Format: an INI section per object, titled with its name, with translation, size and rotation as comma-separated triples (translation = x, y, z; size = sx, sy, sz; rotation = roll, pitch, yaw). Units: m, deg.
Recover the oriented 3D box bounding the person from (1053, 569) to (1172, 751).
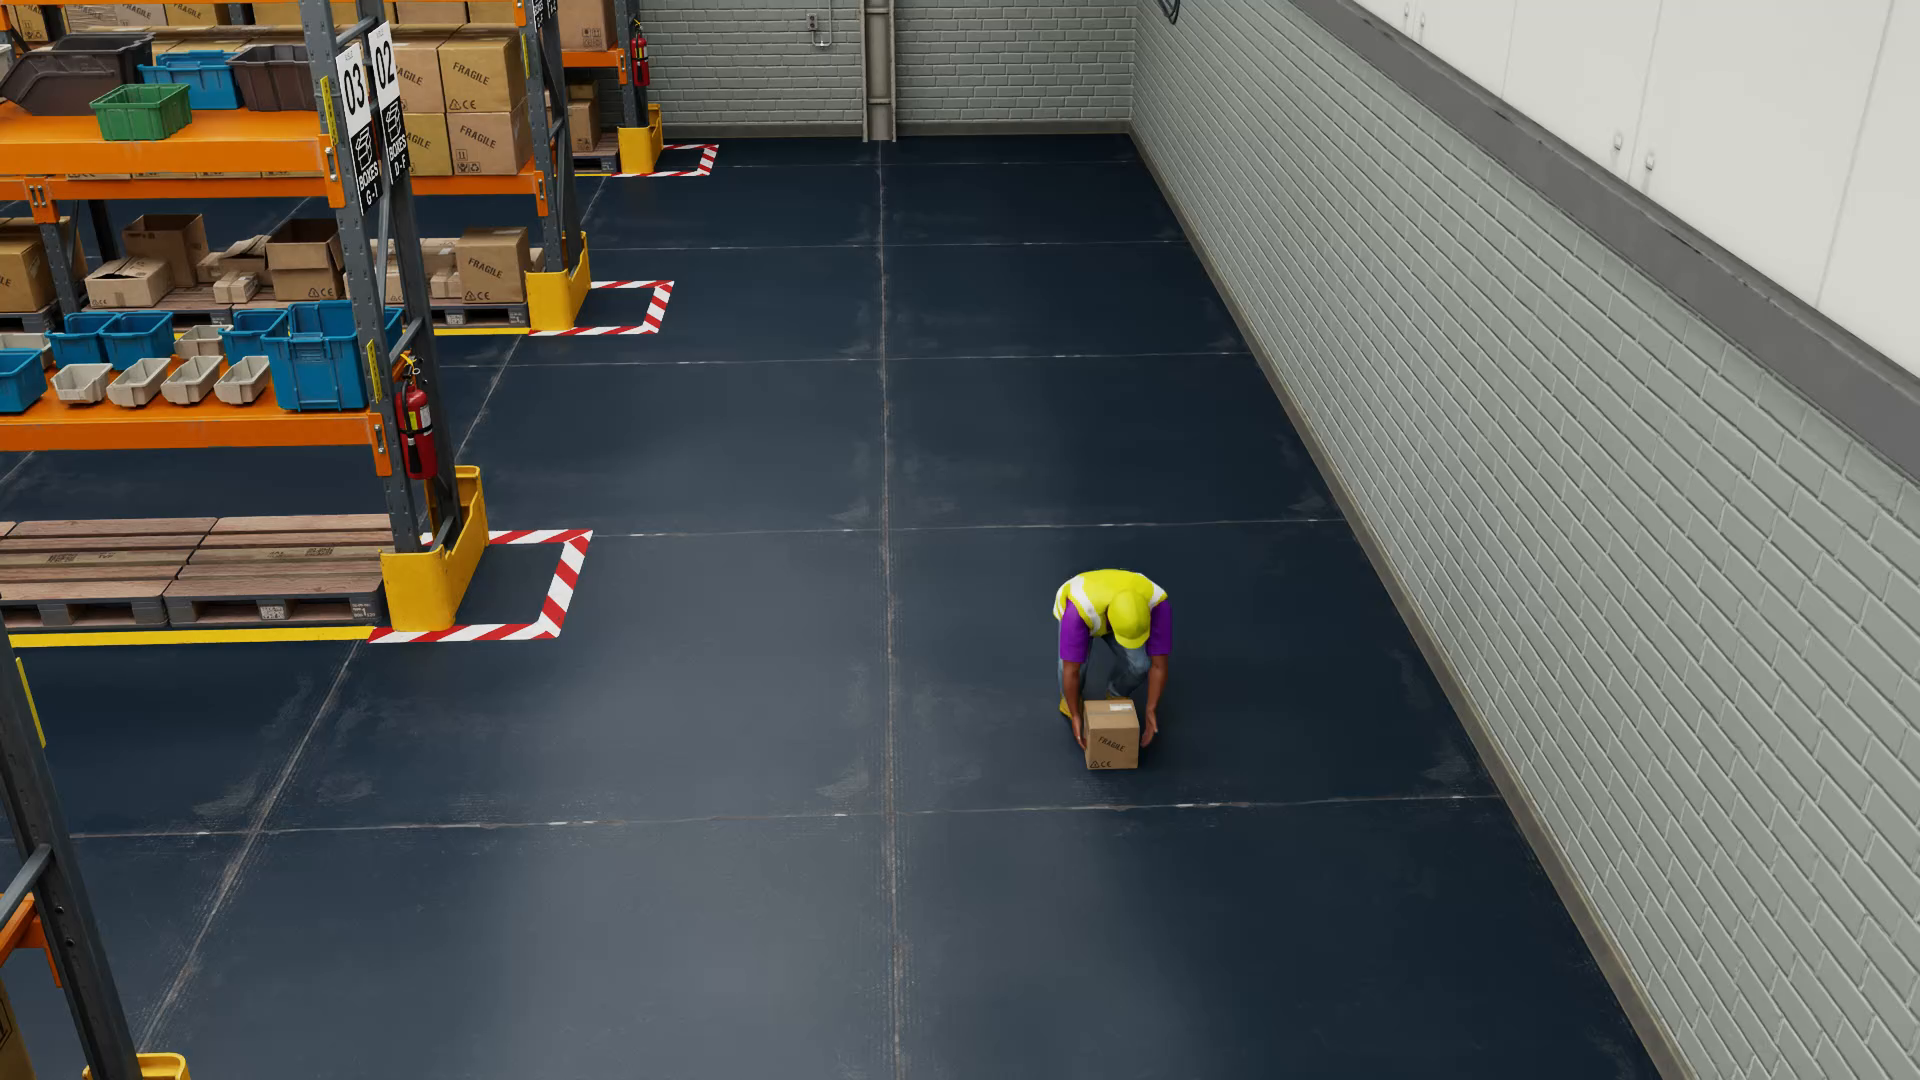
[person]
translation = 0.775, 0.514, 8.504
size = 0.572, 0.942, 0.896
rotation = -1, 27, -3
